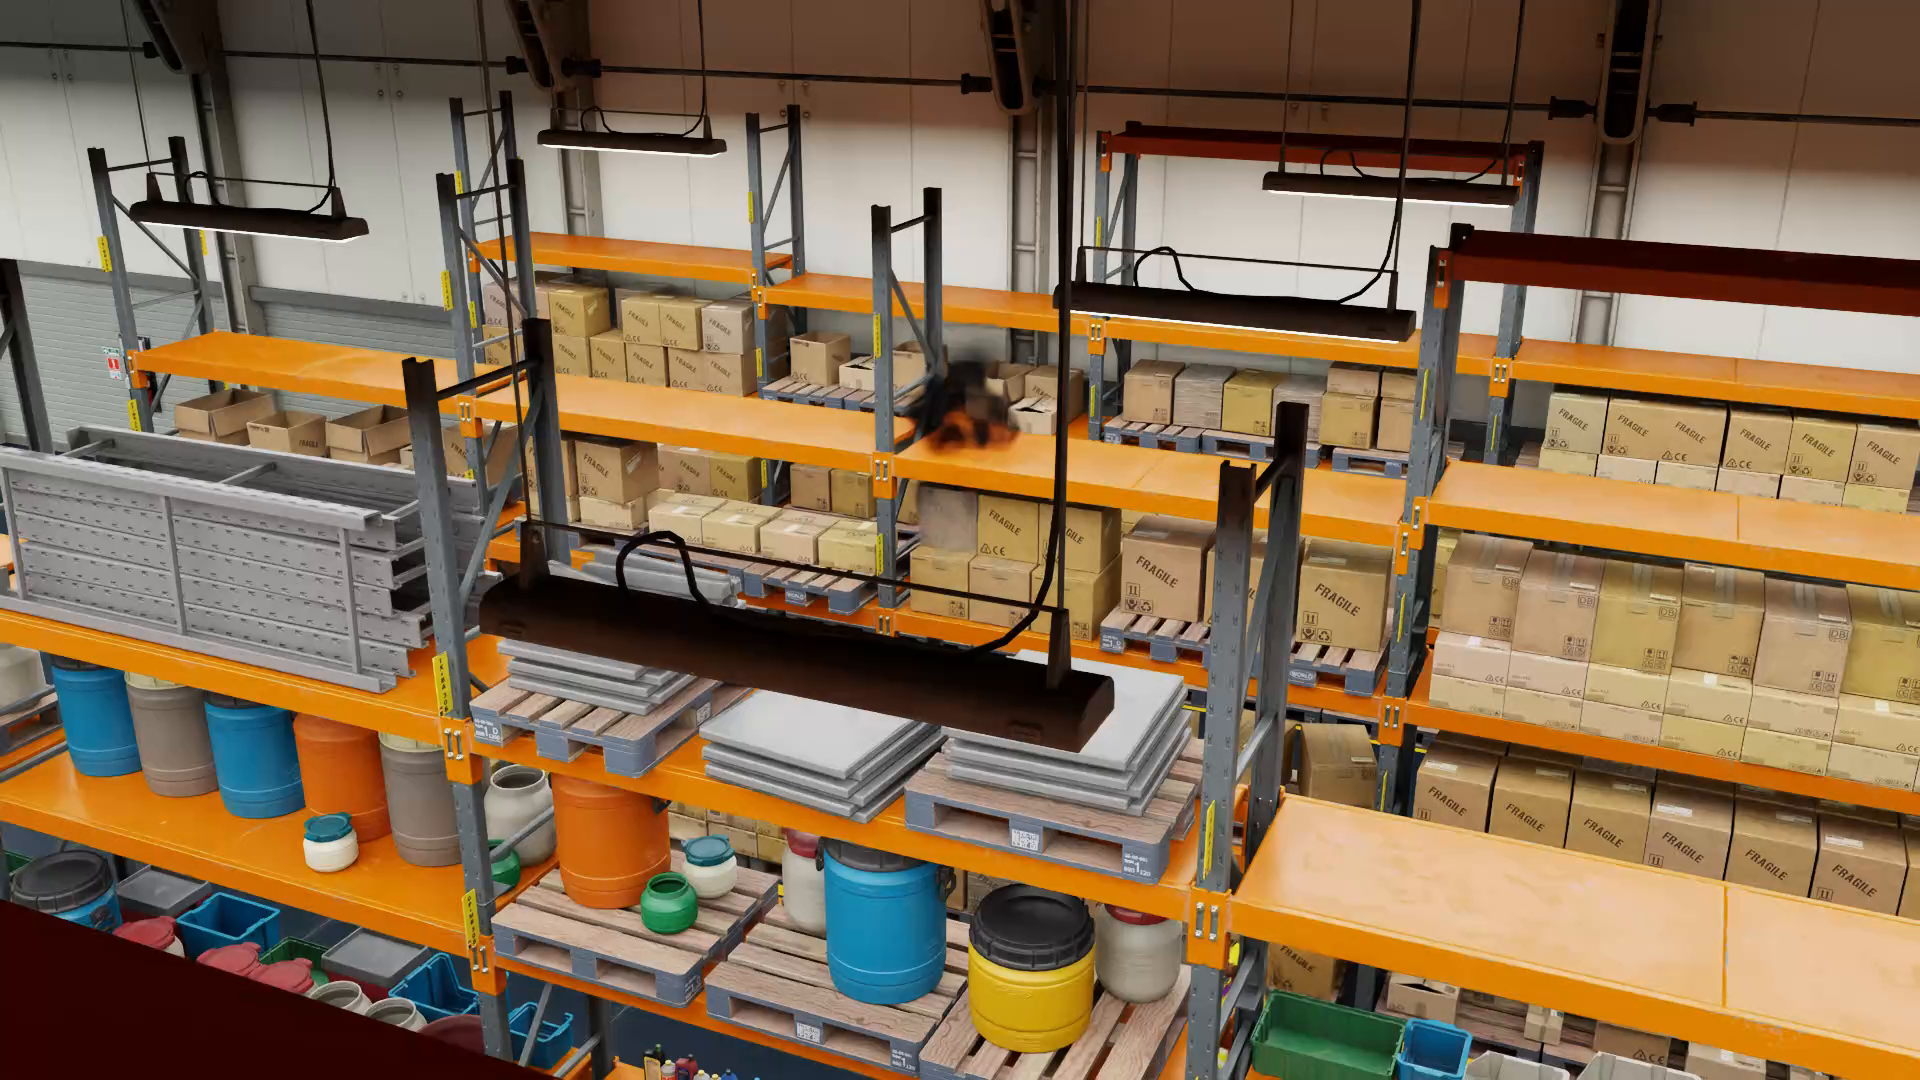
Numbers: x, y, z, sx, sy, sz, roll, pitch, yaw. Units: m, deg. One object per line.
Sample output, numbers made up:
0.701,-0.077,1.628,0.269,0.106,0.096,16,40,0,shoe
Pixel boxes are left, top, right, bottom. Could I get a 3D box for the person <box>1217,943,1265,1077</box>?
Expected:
1.787,3.425,11.069,0.627,1.723,0.684,6,21,15,person
